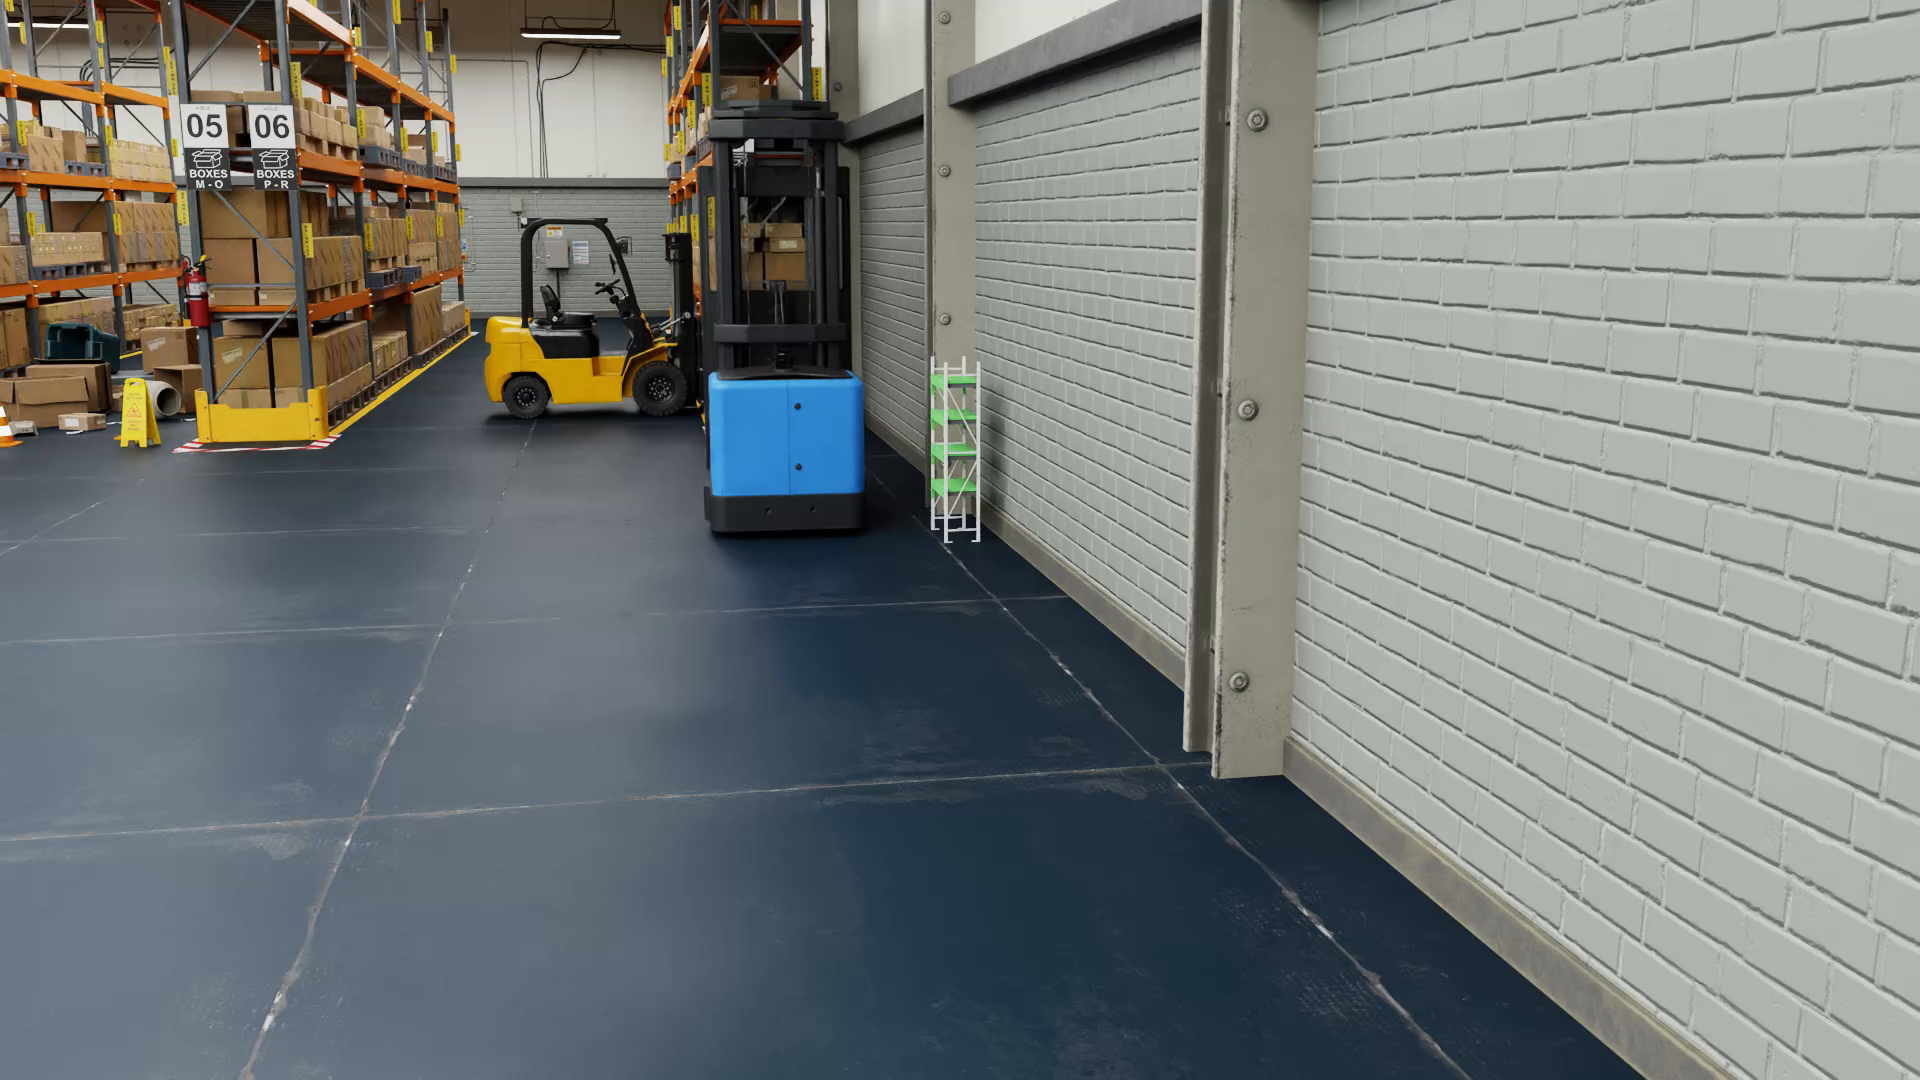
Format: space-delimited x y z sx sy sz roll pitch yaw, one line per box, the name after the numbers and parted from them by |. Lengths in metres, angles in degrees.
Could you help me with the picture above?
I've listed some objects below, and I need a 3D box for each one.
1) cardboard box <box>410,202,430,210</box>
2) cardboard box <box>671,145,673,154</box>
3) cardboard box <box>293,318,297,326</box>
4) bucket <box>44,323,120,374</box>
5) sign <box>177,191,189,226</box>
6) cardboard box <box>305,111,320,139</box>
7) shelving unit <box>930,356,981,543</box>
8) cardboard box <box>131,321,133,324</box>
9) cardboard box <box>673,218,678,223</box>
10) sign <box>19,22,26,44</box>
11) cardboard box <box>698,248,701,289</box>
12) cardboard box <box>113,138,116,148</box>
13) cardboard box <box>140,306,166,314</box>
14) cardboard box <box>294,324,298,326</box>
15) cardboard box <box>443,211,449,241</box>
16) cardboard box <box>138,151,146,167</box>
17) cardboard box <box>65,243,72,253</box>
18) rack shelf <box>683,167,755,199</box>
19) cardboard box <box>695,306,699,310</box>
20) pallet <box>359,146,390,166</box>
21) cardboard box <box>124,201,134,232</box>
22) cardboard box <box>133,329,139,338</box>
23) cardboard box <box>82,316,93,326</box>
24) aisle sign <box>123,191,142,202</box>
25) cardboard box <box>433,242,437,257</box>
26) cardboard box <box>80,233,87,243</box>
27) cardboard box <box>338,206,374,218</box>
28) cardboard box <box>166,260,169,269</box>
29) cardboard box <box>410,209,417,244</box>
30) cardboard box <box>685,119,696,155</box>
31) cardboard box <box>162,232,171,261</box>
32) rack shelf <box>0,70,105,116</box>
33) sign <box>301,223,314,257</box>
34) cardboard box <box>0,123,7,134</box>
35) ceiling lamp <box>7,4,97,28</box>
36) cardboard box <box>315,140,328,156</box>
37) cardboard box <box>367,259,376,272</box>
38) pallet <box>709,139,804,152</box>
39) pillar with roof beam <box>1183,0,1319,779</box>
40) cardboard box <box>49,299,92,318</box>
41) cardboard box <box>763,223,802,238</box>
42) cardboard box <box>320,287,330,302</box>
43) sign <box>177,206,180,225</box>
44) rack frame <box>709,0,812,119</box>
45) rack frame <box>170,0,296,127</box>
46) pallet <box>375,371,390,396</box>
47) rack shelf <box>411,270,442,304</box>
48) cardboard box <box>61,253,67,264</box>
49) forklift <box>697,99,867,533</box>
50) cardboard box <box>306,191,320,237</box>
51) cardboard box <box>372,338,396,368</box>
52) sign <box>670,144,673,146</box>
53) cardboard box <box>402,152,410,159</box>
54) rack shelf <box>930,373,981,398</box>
-8.998 -5.585 27.841 0.380 0.149 0.250 -2 11 -12 | cardboard box
-4.565 -6.426 27.402 0.380 0.149 0.250 -2 11 -12 | cardboard box
-7.718 -2.497 18.782 0.380 0.149 0.250 -2 11 -9 | cardboard box
-10.183 -2.190 19.372 0.726 0.611 0.620 2 1 9 | bucket
-7.405 -3.165 15.863 0.100 0.325 0.005 -2 11 -11 | sign
-6.782 -4.199 16.816 0.500 0.250 0.500 -2 11 -12 | cardboard box
-0.032 -0.620 11.244 0.258 1.200 0.503 -2 11 -11 | shelving unit
-14.003 -3.577 27.672 0.380 0.149 0.250 -2 11 -11 | cardboard box
-4.984 -5.646 30.439 0.500 0.500 0.500 -2 11 -10 | cardboard box
-14.562 -7.889 25.866 0.100 0.325 0.005 -2 11 -11 | sign
-2.936 -3.331 20.407 0.500 0.500 0.500 -2 11 -13 | cardboard box
-13.866 -6.415 26.853 0.380 0.149 0.250 -3 11 -13 | cardboard box
-14.297 -4.063 29.432 0.380 0.149 0.250 -3 11 -13 | cardboard box
-7.669 -2.200 18.956 0.500 0.500 0.500 -2 11 -9 | cardboard box
-9.226 -5.482 29.037 0.500 0.500 0.500 -2 11 -10 | cardboard box
-14.181 -6.483 28.279 0.500 0.250 0.500 -3 11 -13 | cardboard box
-13.454 -4.337 24.714 0.380 0.149 0.250 -2 11 -9 | cardboard box
-3.156 -4.860 22.608 1.077 0.370 4.000 -2 11 -11 | rack shelf
-3.889 -3.485 25.310 0.380 0.149 0.250 -3 11 -14 | cardboard box
-7.650 -4.690 20.294 1.213 0.211 1.003 -2 11 -11 | pallet
-13.991 -5.333 27.455 0.500 0.500 0.500 -2 11 -13 | cardboard box
-13.933 -3.437 27.733 0.380 0.149 0.250 -2 11 -11 | cardboard box
-13.441 -3.124 25.148 0.500 0.500 0.500 -2 11 -12 | cardboard box
-15.113 -6.473 30.232 0.394 0.787 0.004 -2 11 -11 | aisle sign
-8.866 -4.759 27.240 0.500 0.250 0.500 -2 11 -11 | cardboard box
-13.604 -4.624 25.426 0.380 0.149 0.250 -2 11 -11 | cardboard box
-7.379 -4.011 20.326 0.380 0.149 0.250 -2 11 -11 | cardboard box
-14.389 -4.928 29.740 0.380 0.149 0.250 -2 11 -12 | cardboard box
-8.375 -4.655 24.692 0.500 0.500 0.500 -2 11 -11 | cardboard box
-3.643 -5.743 23.665 0.500 0.500 0.500 -2 11 -11 | cardboard box
-14.370 -5.221 29.544 0.500 0.500 0.500 -2 11 -12 | cardboard box
-13.638 -6.491 24.224 1.077 0.370 4.000 -2 11 -11 | rack shelf
-6.325 -2.903 16.111 0.100 0.325 0.005 -2 11 -11 | sign
-13.852 -5.925 23.968 0.396 0.266 0.258 -2 11 -11 | cardboard box
-17.724 -11.431 31.576 2.000 3.185 0.800 -2 11 -11 | ceiling lamp
-6.858 -4.117 17.457 0.380 0.149 0.250 -2 11 -10 | cardboard box
-7.432 -3.387 20.519 0.380 0.149 0.250 -2 11 -10 | cardboard box
-2.101 -4.200 17.454 1.003 0.211 1.213 -2 11 -11 | pallet
-3.129 -3.389 4.936 9.100 9.000 0.400 -2 11 -11 | pillar with roof beam
-13.430 -3.488 25.058 0.500 0.250 0.500 -3 11 -14 | cardboard box
-1.844 -3.222 17.306 0.380 0.149 0.250 -2 11 -12 | cardboard box
-6.759 -2.550 17.243 0.380 0.149 0.250 -2 11 -10 | cardboard box
-14.256 -5.934 30.411 0.100 0.325 0.005 -2 11 -11 | sign
-1.989 -5.586 16.479 1.000 3.000 0.127 -2 11 -11 | rack frame
-6.857 -5.405 15.527 1.000 3.000 0.127 -2 11 -11 | rack frame
-7.788 -1.964 20.953 1.003 0.211 1.213 -2 11 -11 | pallet
-8.802 -3.939 25.791 1.077 0.370 4.000 -2 11 -11 | rack shelf
-13.397 -4.142 24.485 0.380 0.149 0.250 -2 11 -10 | cardboard box
-1.375 -1.713 12.356 1.130 2.935 3.031 -2 11 -9 | forklift
-7.684 -3.695 18.850 0.700 0.500 0.500 -2 11 -11 | cardboard box
-8.019 -2.462 22.015 0.950 0.372 0.625 -2 11 -9 | cardboard box
-4.853 -6.546 28.163 0.100 0.325 0.005 -2 11 -11 | sign
-8.676 -5.882 25.560 0.380 0.166 0.250 -1 11 -6 | cardboard box
-0.032 -1.029 11.166 0.258 0.148 0.480 -2 11 -11 | rack shelf
